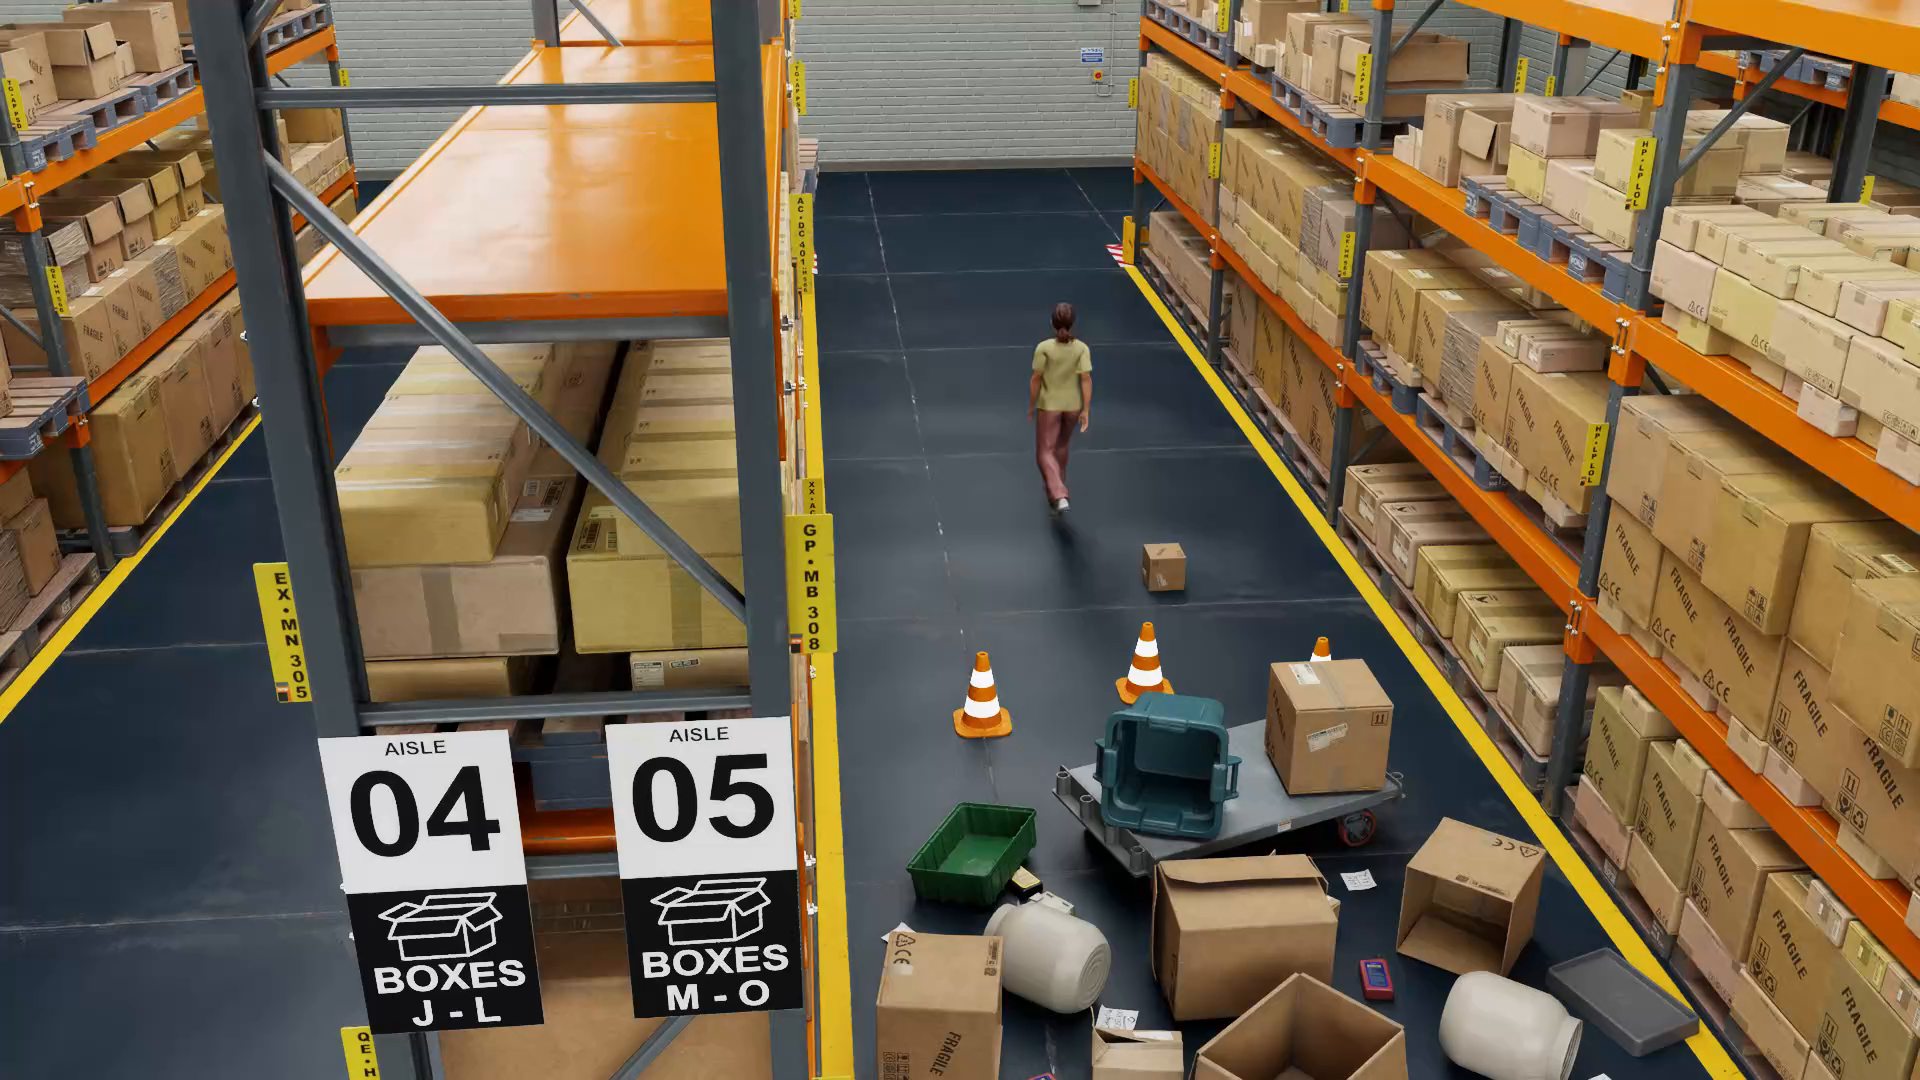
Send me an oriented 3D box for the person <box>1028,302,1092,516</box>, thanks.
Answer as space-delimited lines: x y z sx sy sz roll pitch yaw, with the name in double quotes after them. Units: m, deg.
0.756 -0.978 12.525 0.453 1.630 0.960 -5 24 -10 "person"
